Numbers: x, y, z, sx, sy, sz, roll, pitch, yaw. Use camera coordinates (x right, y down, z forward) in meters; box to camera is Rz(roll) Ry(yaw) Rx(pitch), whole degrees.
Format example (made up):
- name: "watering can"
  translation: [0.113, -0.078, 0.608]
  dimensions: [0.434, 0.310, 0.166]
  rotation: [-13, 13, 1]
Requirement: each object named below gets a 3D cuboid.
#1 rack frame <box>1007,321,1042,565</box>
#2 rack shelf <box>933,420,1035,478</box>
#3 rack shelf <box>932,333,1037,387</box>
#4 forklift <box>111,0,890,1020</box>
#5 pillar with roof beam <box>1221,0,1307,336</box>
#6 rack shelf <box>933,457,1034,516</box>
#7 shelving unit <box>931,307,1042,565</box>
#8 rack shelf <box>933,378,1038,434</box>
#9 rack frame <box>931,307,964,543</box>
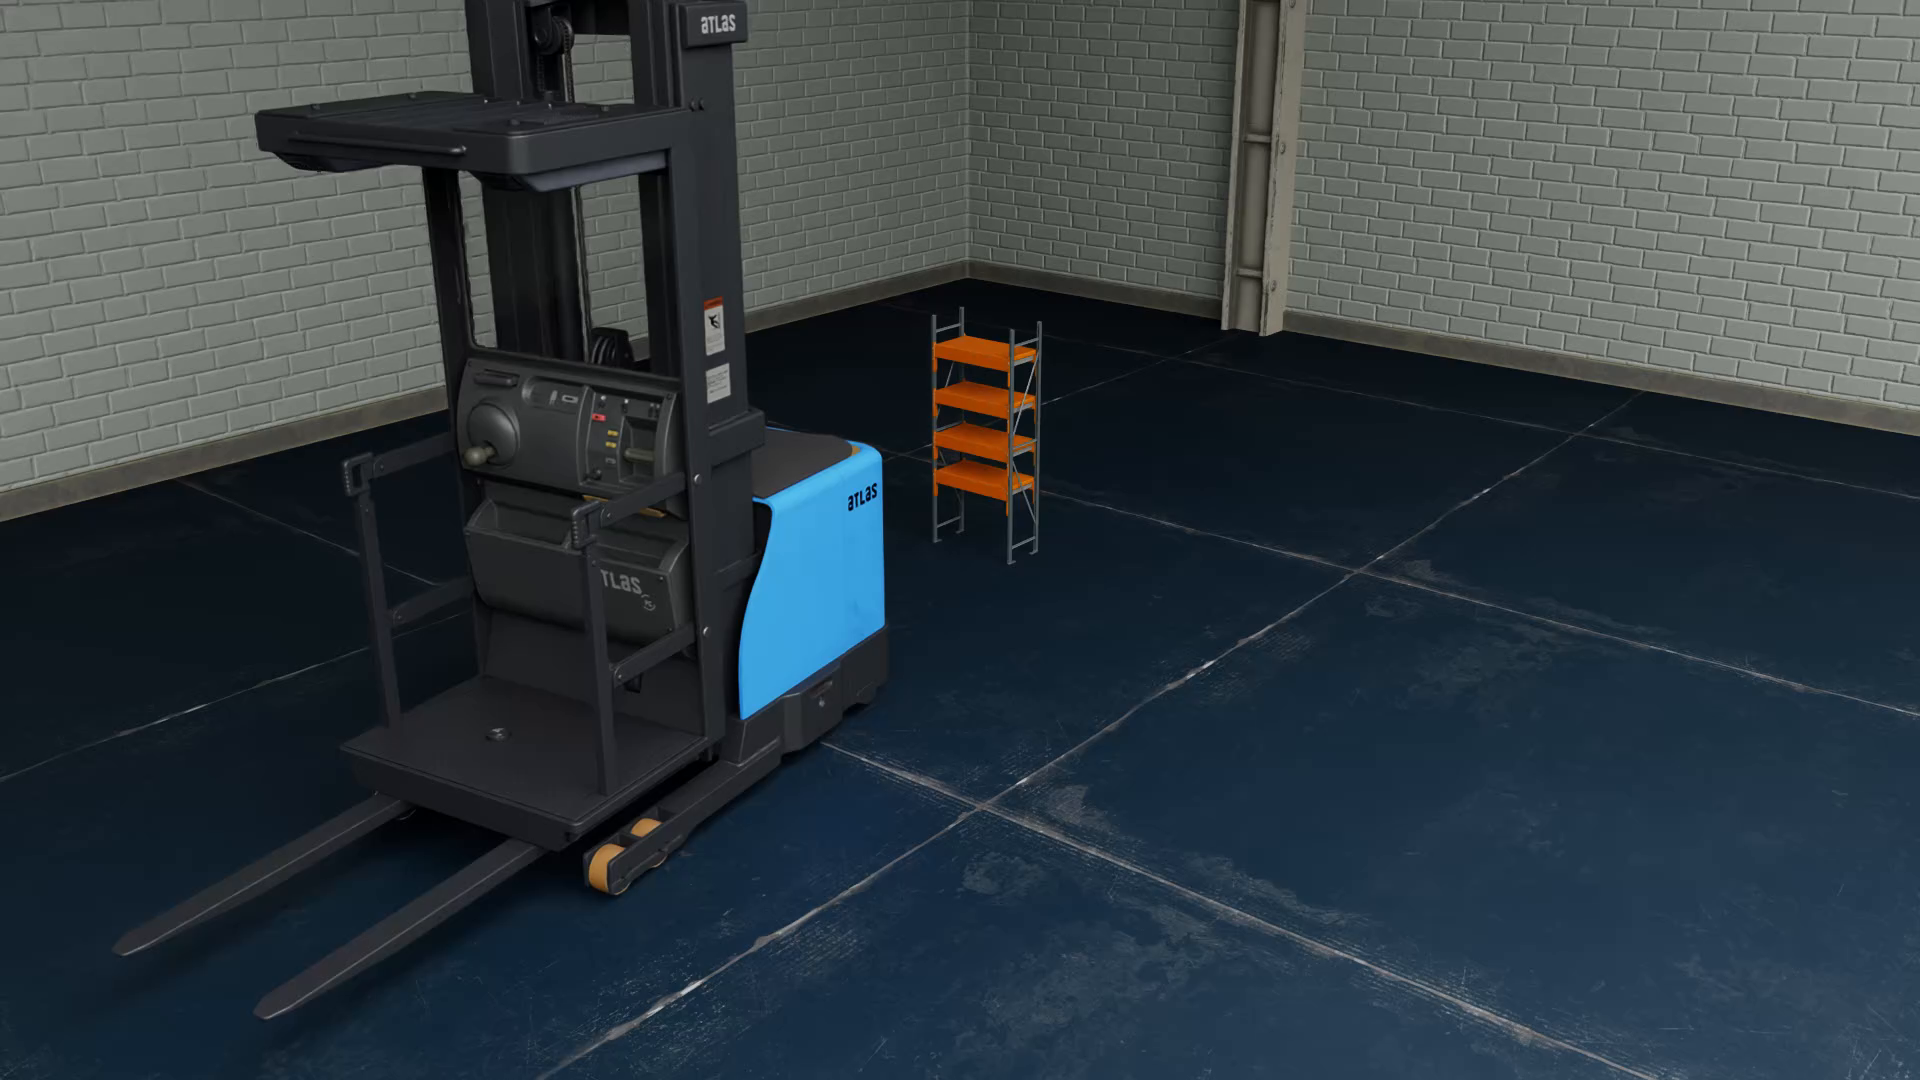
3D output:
- name: "rack frame"
  translation: [0.317, -0.470, 8.214]
  dimensions: [0.015, 1.200, 0.240]
  rotation: [16, 26, 36]
- name: "rack shelf"
  translation: [0.128, -0.462, 8.382]
  dimensions: [0.480, 0.148, 0.258]
  rotation: [16, 26, 36]
- name: "rack shelf"
  translation: [0.128, -0.892, 8.220]
  dimensions: [0.480, 0.148, 0.258]
  rotation: [16, 26, 36]
- name: "forklift"
  translation: [-1.453, -0.373, 5.504]
  dimensions: [1.130, 2.935, 3.031]
  rotation: [11, 23, 27]
- name: "pillar with roof beam"
  translation: [-0.427, -4.690, 8.352]
  dimensions: [0.400, 9.000, 9.100]
  rotation: [16, 26, 36]
- name: "rack shelf"
  translation: [0.128, -0.276, 8.452]
  dimensions: [0.480, 0.148, 0.258]
  rotation: [16, 26, 36]
- name: "shelving unit"
  translation: [0.128, -0.524, 8.359]
  dimensions: [0.503, 1.200, 0.258]
  rotation: [16, 26, 36]
- name: "rack shelf"
  translation: [0.128, -0.671, 8.303]
  dimensions: [0.480, 0.148, 0.258]
  rotation: [16, 26, 36]
- name: "rack frame"
  translation: [-0.061, -0.579, 8.503]
  dimensions: [0.015, 1.200, 0.240]
  rotation: [16, 26, 36]
